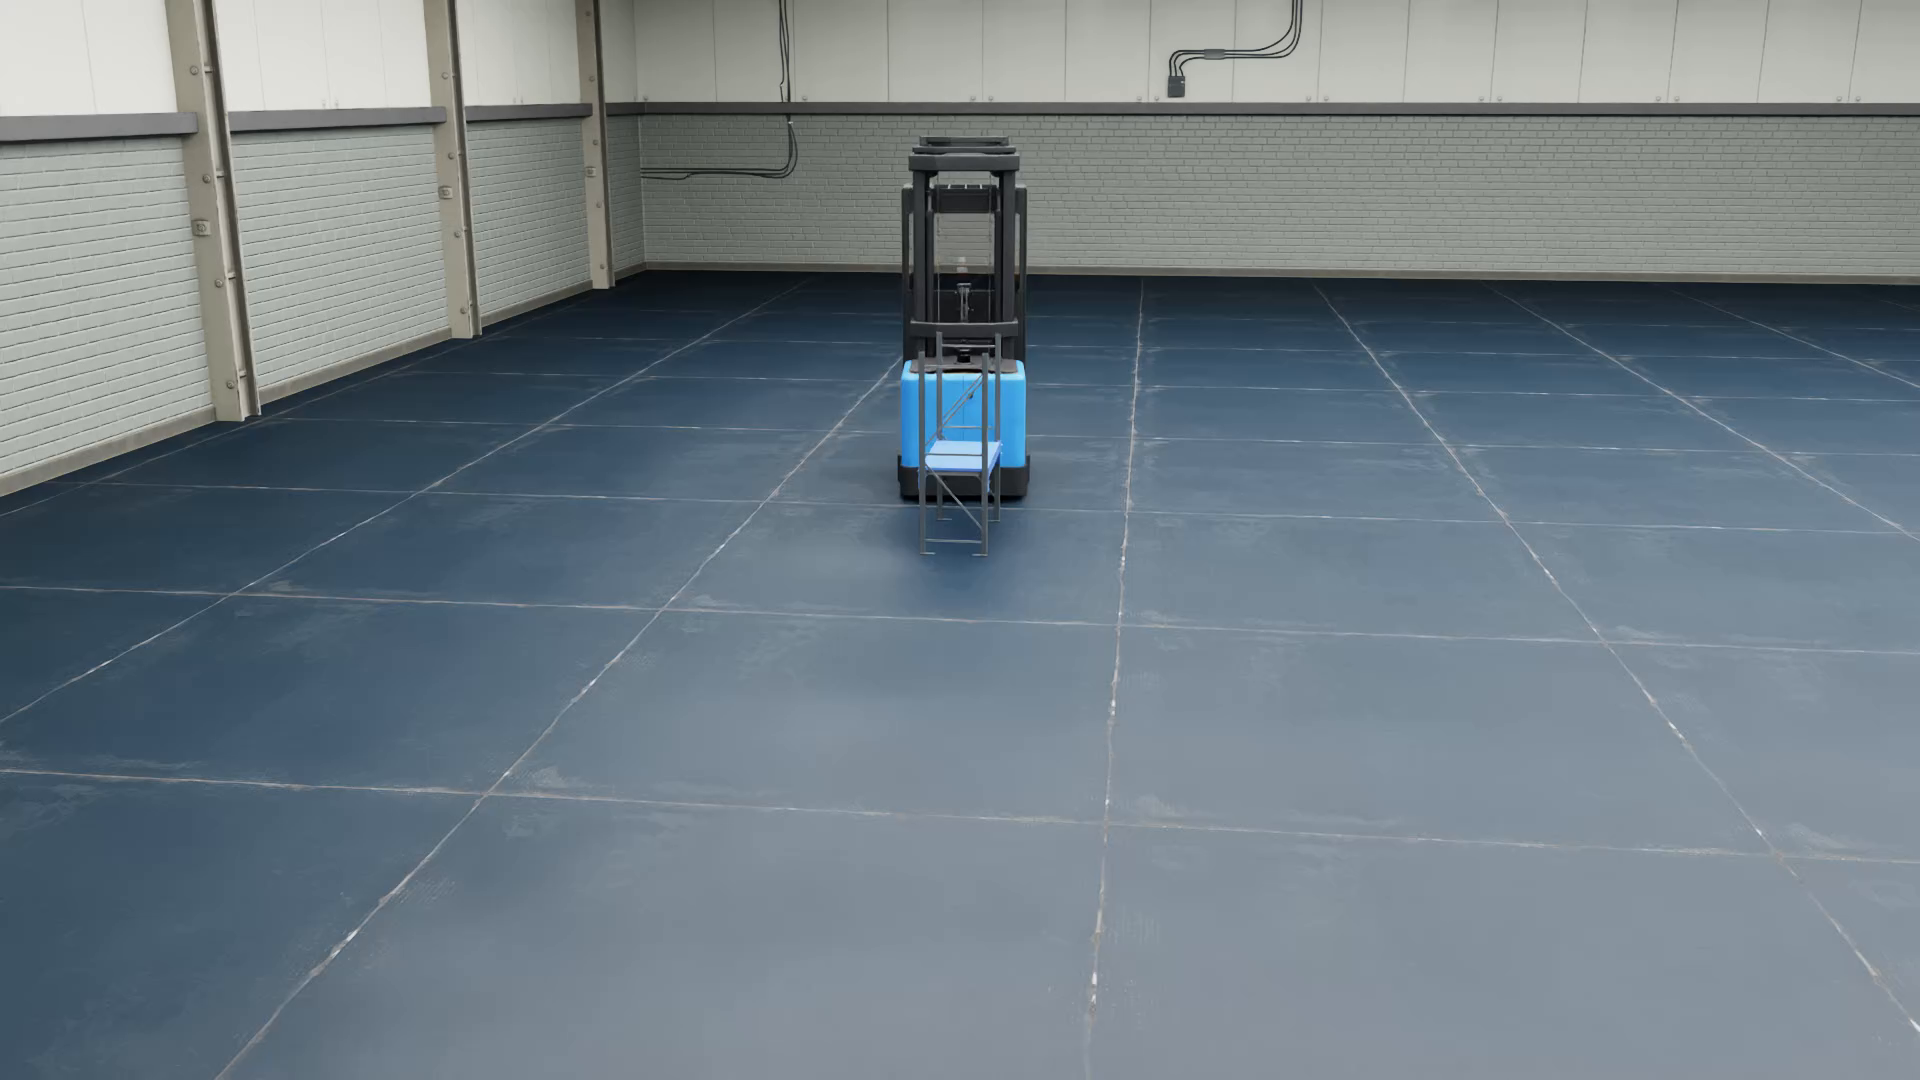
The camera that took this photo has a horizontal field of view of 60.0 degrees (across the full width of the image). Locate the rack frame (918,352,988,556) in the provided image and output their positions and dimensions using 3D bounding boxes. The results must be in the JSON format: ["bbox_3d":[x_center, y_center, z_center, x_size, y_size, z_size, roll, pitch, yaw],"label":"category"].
[{"bbox_3d":[-0.048,-0.614,12.061,0.500,1.500,0.032,2,15,6],"label":"rack frame"}]

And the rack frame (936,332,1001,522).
[{"bbox_3d":[0.067,-0.878,13.036,0.500,1.500,0.032,2,15,6],"label":"rack frame"}]

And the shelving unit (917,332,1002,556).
[{"bbox_3d":[0.010,-0.746,12.548,0.538,1.500,1.048,2,15,6],"label":"shelving unit"}]

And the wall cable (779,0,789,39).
[{"bbox_3d":[-1.872,-10.324,29.877,3.097,2.526,0.112,2,15,6],"label":"wall cable"}]

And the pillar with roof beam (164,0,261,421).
[{"bbox_3d":[-3.282,-5.501,15.765,9.100,9.000,0.400,2,15,6],"label":"pillar with roof beam"}]

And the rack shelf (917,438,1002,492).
[{"bbox_3d":[0.010,-0.572,12.595,0.538,0.185,1.000,2,15,6],"label":"rack shelf"}]

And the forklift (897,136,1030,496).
[{"bbox_3d":[0.040,-2.106,14.835,1.130,2.935,3.031,0,15,0],"label":"forklift"}]

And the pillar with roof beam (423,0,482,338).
[{"bbox_3d":[-2.605,-7.057,21.520,9.100,9.000,0.400,2,15,6],"label":"pillar with roof beam"}]

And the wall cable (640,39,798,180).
[{"bbox_3d":[-4.560,-7.966,30.831,3.097,2.526,0.112,2,15,6],"label":"wall cable"}]

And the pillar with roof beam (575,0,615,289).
[{"bbox_3d":[-1.928,-8.613,27.275,9.100,9.000,0.400,2,15,6],"label":"pillar with roof beam"}]

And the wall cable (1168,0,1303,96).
[{"bbox_3d":[4.871,-10.823,28.932,2.305,6.003,0.169,2,15,6],"label":"wall cable"}]
